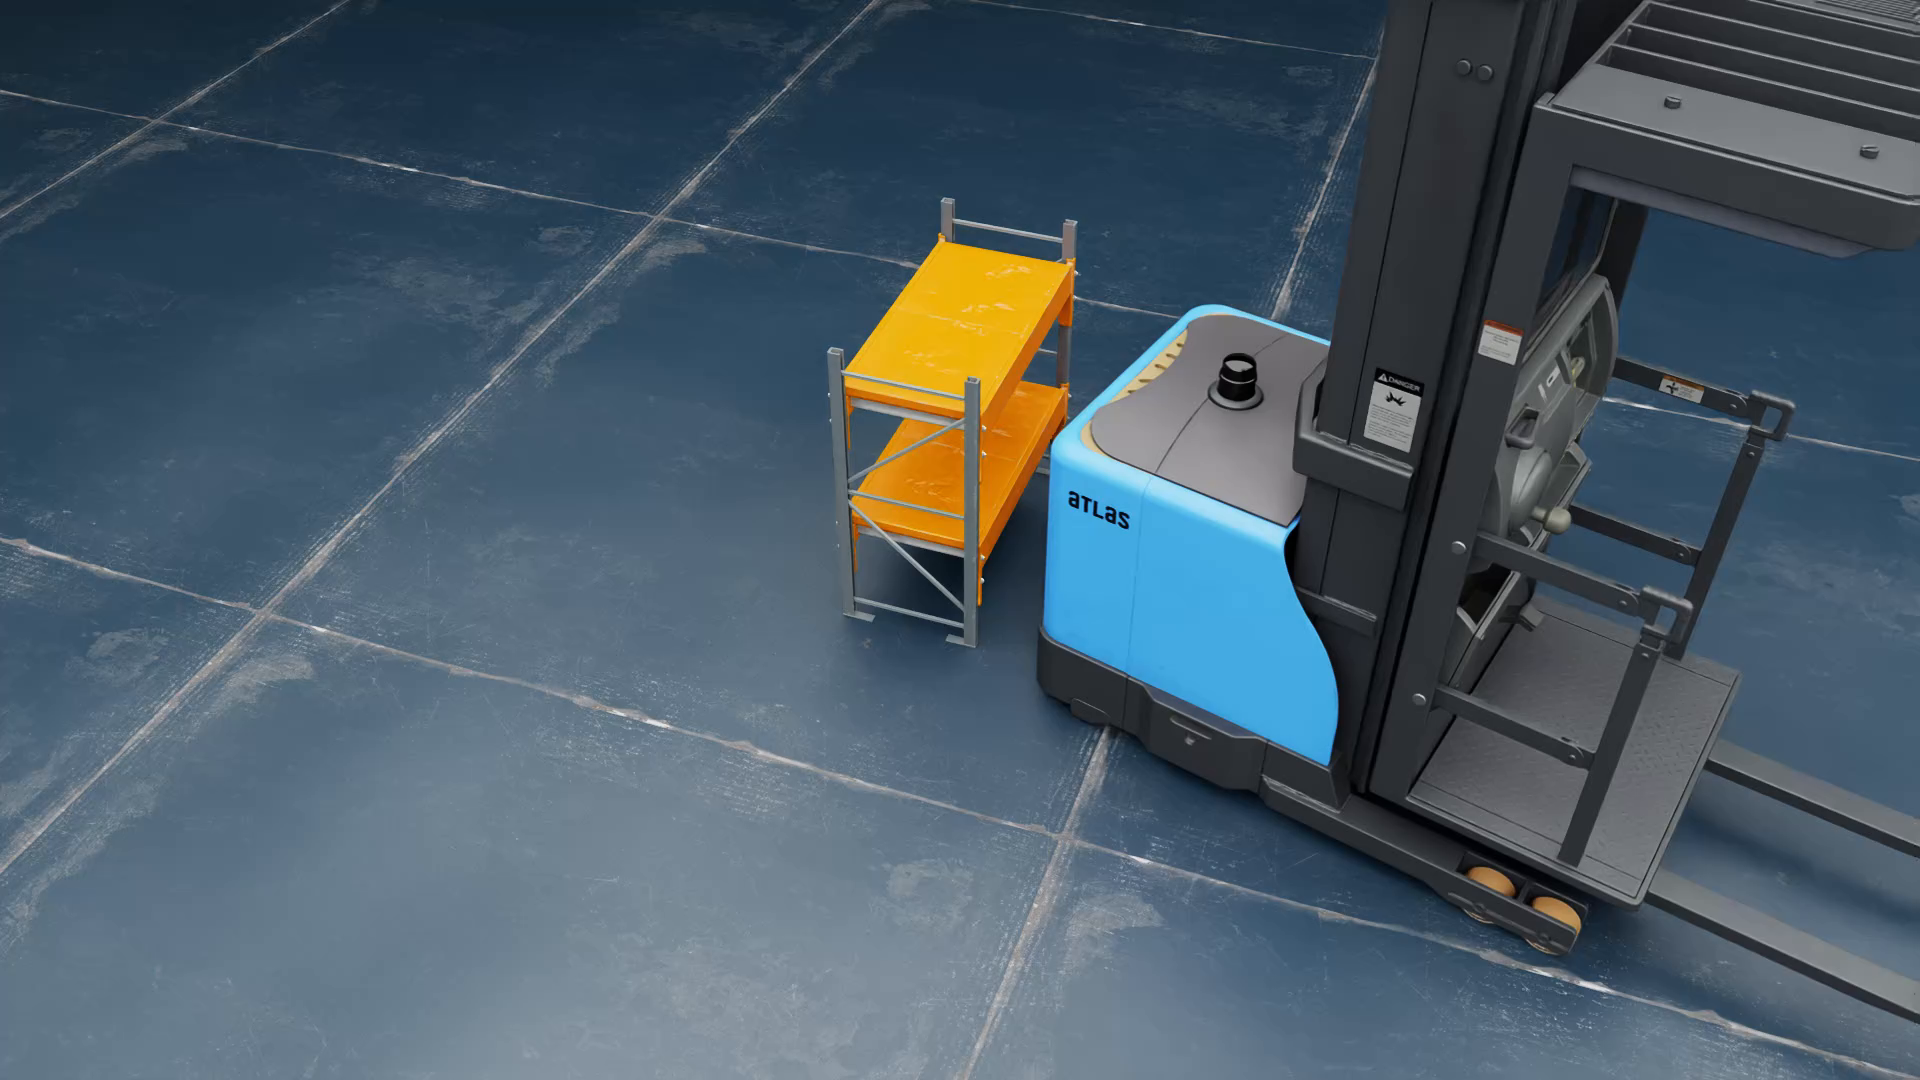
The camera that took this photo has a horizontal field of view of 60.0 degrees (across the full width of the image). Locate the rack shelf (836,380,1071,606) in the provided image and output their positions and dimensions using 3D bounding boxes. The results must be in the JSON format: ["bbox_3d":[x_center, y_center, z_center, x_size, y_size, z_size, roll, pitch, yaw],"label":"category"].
[{"bbox_3d":[-0.002,-0.238,6.039,0.538,0.278,1.000,13,42,15],"label":"rack shelf"}]

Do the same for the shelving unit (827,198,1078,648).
[{"bbox_3d":[-0.002,-0.424,5.880,0.538,1.125,1.048,13,42,15],"label":"shelving unit"}]

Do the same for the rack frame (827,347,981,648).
[{"bbox_3d":[-0.176,-0.114,5.517,0.500,1.125,0.032,13,42,15],"label":"rack frame"}]

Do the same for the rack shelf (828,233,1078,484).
[{"bbox_3d":[-0.002,-0.646,5.690,0.538,0.278,1.000,13,42,15],"label":"rack shelf"}]

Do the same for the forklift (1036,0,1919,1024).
[{"bbox_3d":[1.762,-0.309,4.354,3.031,2.935,1.130,24,46,25],"label":"forklift"}]

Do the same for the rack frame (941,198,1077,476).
[{"bbox_3d":[0.172,-0.734,6.243,0.500,1.125,0.032,13,42,15],"label":"rack frame"}]
